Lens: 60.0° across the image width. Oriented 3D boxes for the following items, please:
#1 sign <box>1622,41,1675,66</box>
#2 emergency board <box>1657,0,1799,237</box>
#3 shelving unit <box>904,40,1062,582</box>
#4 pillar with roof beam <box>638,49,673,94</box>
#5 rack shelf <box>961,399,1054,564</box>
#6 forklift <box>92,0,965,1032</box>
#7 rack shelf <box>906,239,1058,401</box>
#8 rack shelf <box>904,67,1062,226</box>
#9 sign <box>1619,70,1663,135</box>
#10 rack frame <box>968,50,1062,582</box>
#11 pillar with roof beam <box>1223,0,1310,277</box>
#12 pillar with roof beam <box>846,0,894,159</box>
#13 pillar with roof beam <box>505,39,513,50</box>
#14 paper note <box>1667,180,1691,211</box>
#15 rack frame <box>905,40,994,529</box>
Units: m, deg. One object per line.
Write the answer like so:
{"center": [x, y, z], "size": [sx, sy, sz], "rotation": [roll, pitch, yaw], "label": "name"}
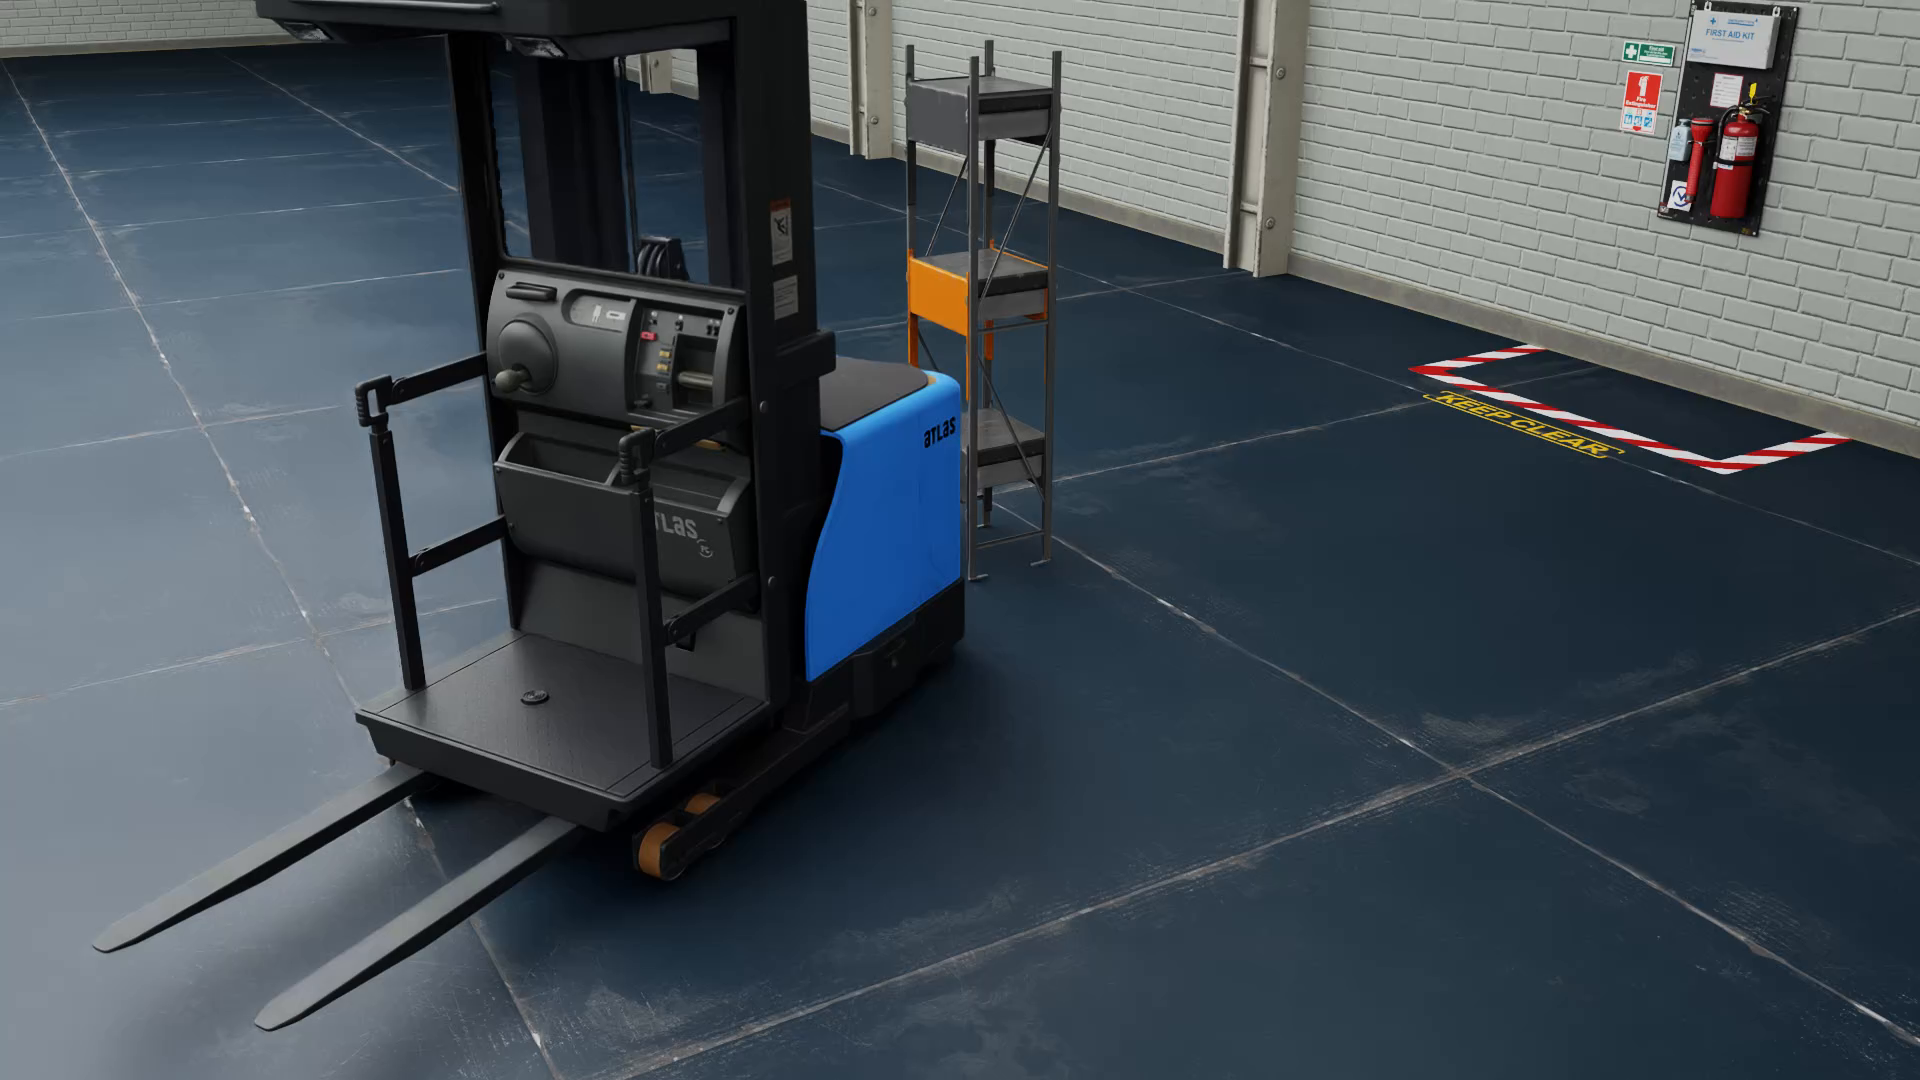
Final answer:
{"center": [3.807, -2.693, 9.202], "size": [0.001, 0.109, 0.331], "rotation": [-13, 25, -28], "label": "sign"}
{"center": [4.006, -2.235, 8.828], "size": [0.194, 1.169, 0.643], "rotation": [-13, 25, -28], "label": "emergency board"}
{"center": [0.085, -0.919, 6.784], "size": [0.431, 2.100, 0.503], "rotation": [-13, 25, -28], "label": "shelving unit"}
{"center": [-7.660, -9.206, 18.010], "size": [9.100, 9.000, 0.400], "rotation": [-13, 25, -28], "label": "pillar with roof beam"}
{"center": [0.085, -0.258, 7.053], "size": [0.431, 0.518, 0.480], "rotation": [-13, 25, -28], "label": "rack shelf"}
{"center": [-1.152, -0.559, 4.794], "size": [1.130, 2.935, 3.031], "rotation": [12, 25, 27], "label": "forklift"}
{"center": [0.085, -0.906, 6.789], "size": [0.431, 0.518, 0.480], "rotation": [-13, 25, -28], "label": "rack shelf"}
{"center": [0.085, -1.555, 6.526], "size": [0.431, 0.518, 0.480], "rotation": [-13, 25, -28], "label": "rack shelf"}
{"center": [3.812, -2.451, 9.310], "size": [0.001, 0.329, 0.234], "rotation": [-13, 25, -28], "label": "sign"}
{"center": [0.209, -0.840, 6.590], "size": [0.400, 2.100, 0.015], "rotation": [-13, 25, -28], "label": "rack frame"}
{"center": [-1.530, -5.322, 8.453], "size": [9.100, 9.000, 0.400], "rotation": [-13, 25, -28], "label": "pillar with roof beam"}
{"center": [-4.595, -7.264, 13.232], "size": [9.100, 9.000, 0.400], "rotation": [-13, 25, -28], "label": "pillar with roof beam"}
{"center": [-10.725, -11.148, 22.789], "size": [9.100, 9.000, 0.400], "rotation": [-13, 25, -28], "label": "pillar with roof beam"}
{"center": [3.975, -1.898, 9.167], "size": [0.016, 0.148, 0.142], "rotation": [-13, 25, -28], "label": "paper note"}
{"center": [-0.040, -0.998, 6.979], "size": [0.400, 2.100, 0.015], "rotation": [-13, 25, -28], "label": "rack frame"}
